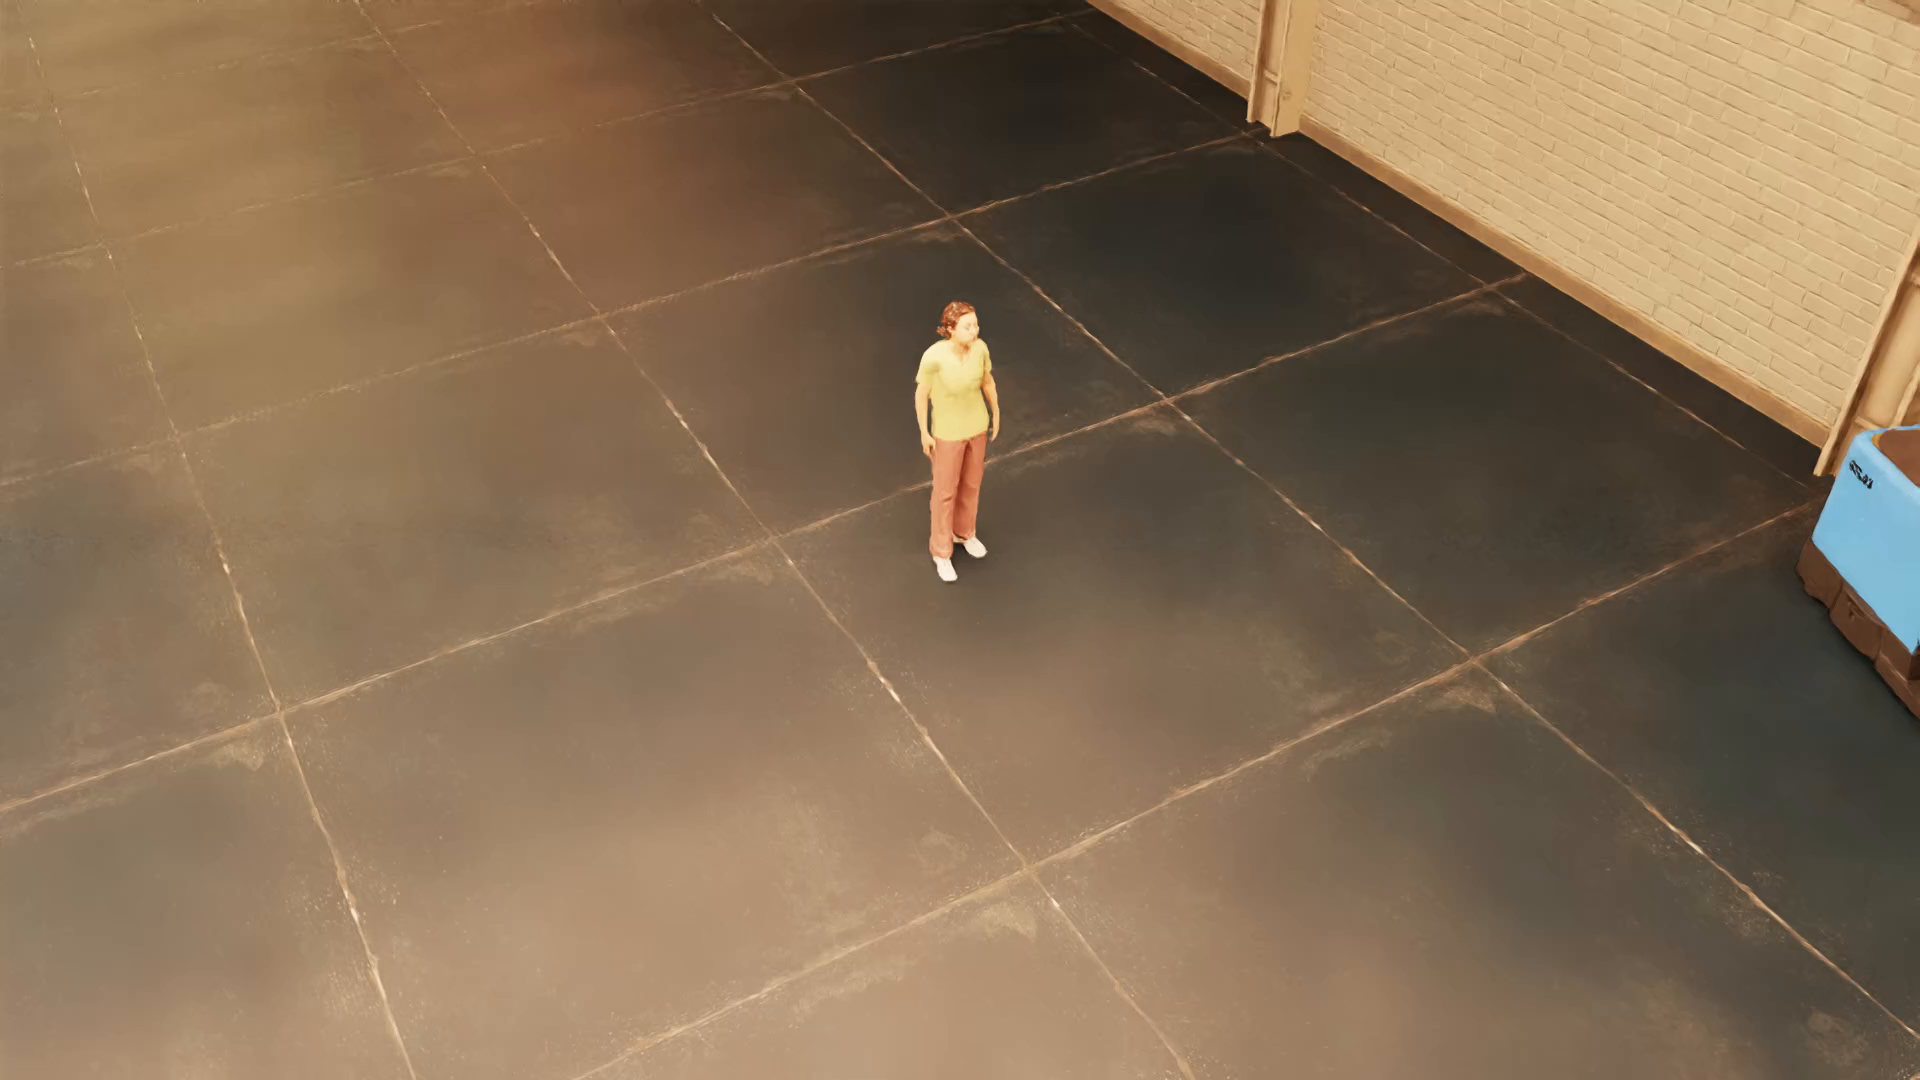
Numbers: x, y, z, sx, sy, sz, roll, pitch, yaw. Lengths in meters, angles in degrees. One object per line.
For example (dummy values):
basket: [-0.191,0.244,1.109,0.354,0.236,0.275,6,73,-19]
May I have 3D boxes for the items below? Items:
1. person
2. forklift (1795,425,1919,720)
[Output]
person: [0.028,-0.606,9.739,0.554,1.674,0.548,-20,44,-23]
forklift: [5.791,-0.042,8.087,1.130,2.935,3.031,-7,40,-8]
